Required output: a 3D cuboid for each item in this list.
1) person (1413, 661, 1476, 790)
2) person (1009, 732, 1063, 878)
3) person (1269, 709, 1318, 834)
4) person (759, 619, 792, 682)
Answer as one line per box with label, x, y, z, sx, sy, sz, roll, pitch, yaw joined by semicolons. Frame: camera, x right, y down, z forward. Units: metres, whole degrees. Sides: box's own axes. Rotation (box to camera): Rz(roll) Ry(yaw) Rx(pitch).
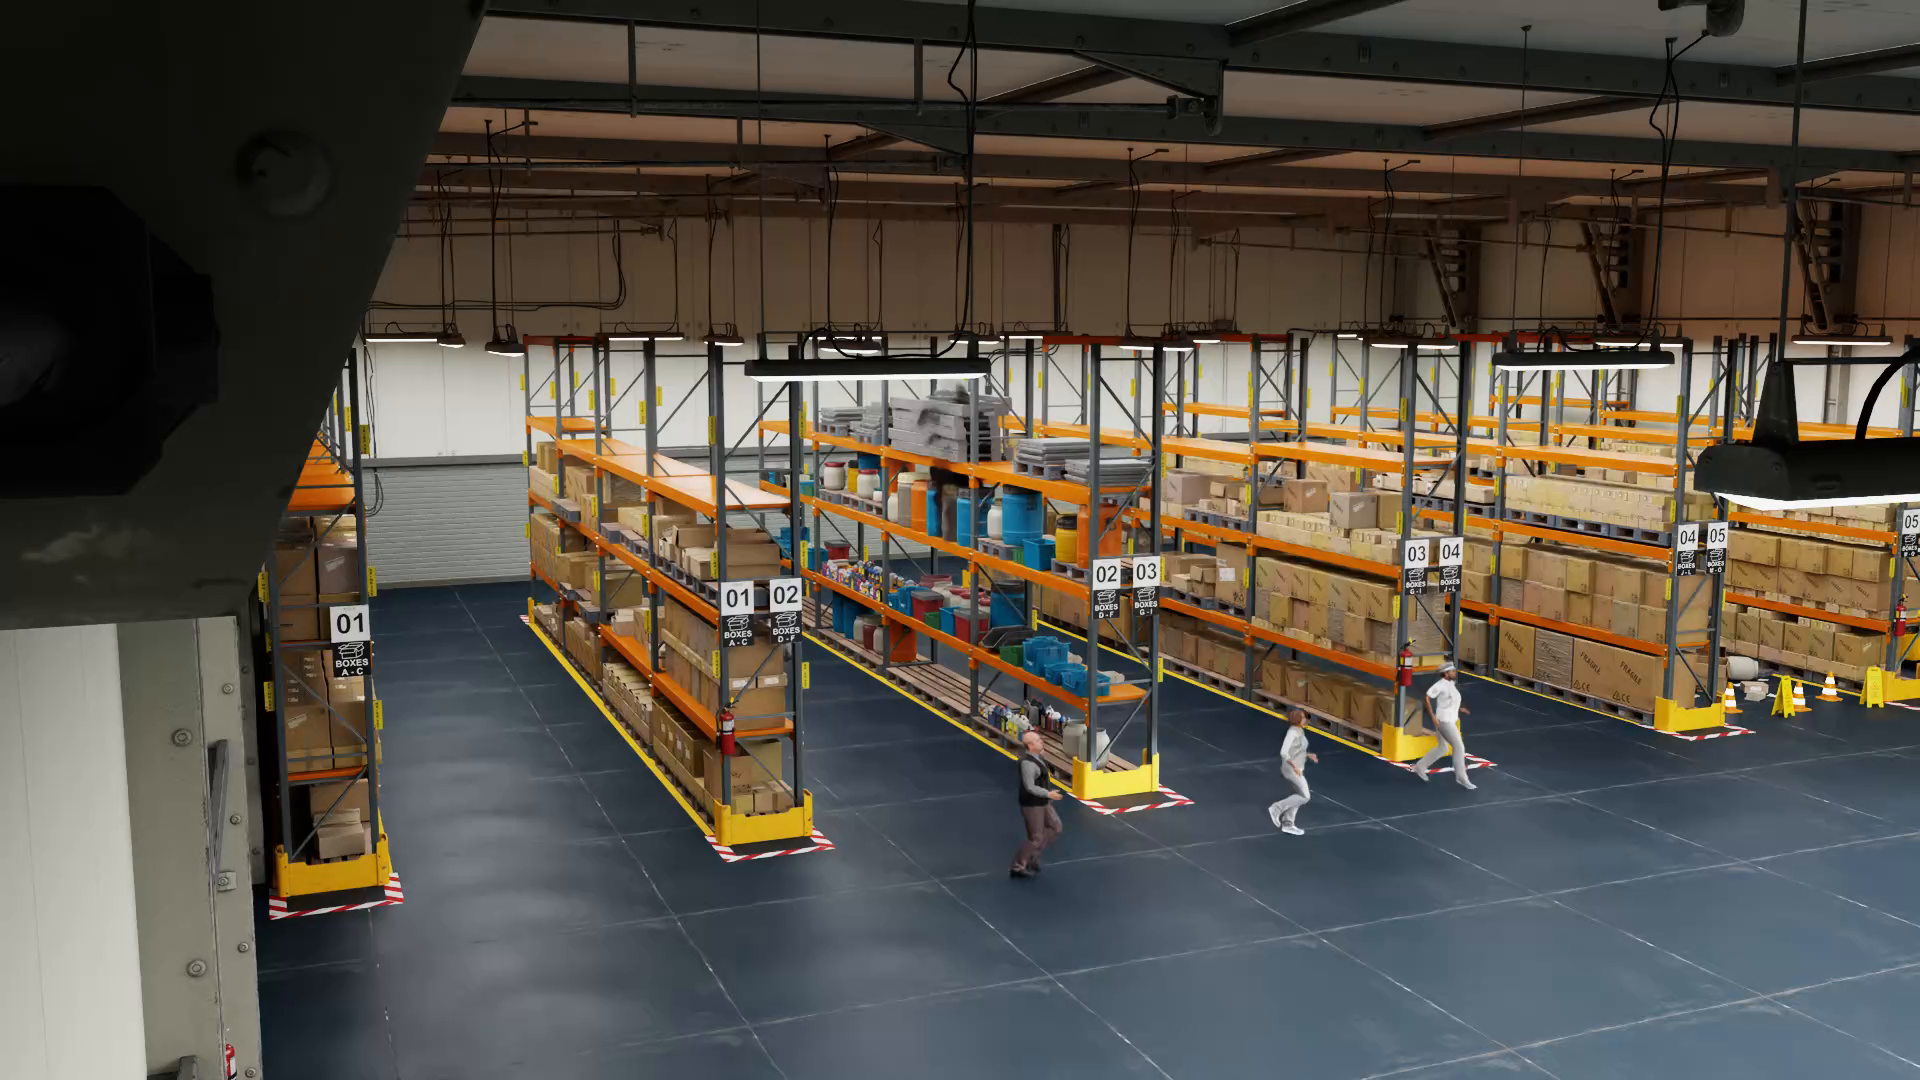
person;6.651;2.488;22.659;0.868;1.690;0.600;4;9;27
person;0.869;2.991;18.888;0.610;1.677;0.672;1;8;7
person;4.118;2.851;20.511;0.572;1.570;0.528;2;8;15
person;-3.165;1.616;29.023;0.665;1.736;0.590;-4;9;-28
